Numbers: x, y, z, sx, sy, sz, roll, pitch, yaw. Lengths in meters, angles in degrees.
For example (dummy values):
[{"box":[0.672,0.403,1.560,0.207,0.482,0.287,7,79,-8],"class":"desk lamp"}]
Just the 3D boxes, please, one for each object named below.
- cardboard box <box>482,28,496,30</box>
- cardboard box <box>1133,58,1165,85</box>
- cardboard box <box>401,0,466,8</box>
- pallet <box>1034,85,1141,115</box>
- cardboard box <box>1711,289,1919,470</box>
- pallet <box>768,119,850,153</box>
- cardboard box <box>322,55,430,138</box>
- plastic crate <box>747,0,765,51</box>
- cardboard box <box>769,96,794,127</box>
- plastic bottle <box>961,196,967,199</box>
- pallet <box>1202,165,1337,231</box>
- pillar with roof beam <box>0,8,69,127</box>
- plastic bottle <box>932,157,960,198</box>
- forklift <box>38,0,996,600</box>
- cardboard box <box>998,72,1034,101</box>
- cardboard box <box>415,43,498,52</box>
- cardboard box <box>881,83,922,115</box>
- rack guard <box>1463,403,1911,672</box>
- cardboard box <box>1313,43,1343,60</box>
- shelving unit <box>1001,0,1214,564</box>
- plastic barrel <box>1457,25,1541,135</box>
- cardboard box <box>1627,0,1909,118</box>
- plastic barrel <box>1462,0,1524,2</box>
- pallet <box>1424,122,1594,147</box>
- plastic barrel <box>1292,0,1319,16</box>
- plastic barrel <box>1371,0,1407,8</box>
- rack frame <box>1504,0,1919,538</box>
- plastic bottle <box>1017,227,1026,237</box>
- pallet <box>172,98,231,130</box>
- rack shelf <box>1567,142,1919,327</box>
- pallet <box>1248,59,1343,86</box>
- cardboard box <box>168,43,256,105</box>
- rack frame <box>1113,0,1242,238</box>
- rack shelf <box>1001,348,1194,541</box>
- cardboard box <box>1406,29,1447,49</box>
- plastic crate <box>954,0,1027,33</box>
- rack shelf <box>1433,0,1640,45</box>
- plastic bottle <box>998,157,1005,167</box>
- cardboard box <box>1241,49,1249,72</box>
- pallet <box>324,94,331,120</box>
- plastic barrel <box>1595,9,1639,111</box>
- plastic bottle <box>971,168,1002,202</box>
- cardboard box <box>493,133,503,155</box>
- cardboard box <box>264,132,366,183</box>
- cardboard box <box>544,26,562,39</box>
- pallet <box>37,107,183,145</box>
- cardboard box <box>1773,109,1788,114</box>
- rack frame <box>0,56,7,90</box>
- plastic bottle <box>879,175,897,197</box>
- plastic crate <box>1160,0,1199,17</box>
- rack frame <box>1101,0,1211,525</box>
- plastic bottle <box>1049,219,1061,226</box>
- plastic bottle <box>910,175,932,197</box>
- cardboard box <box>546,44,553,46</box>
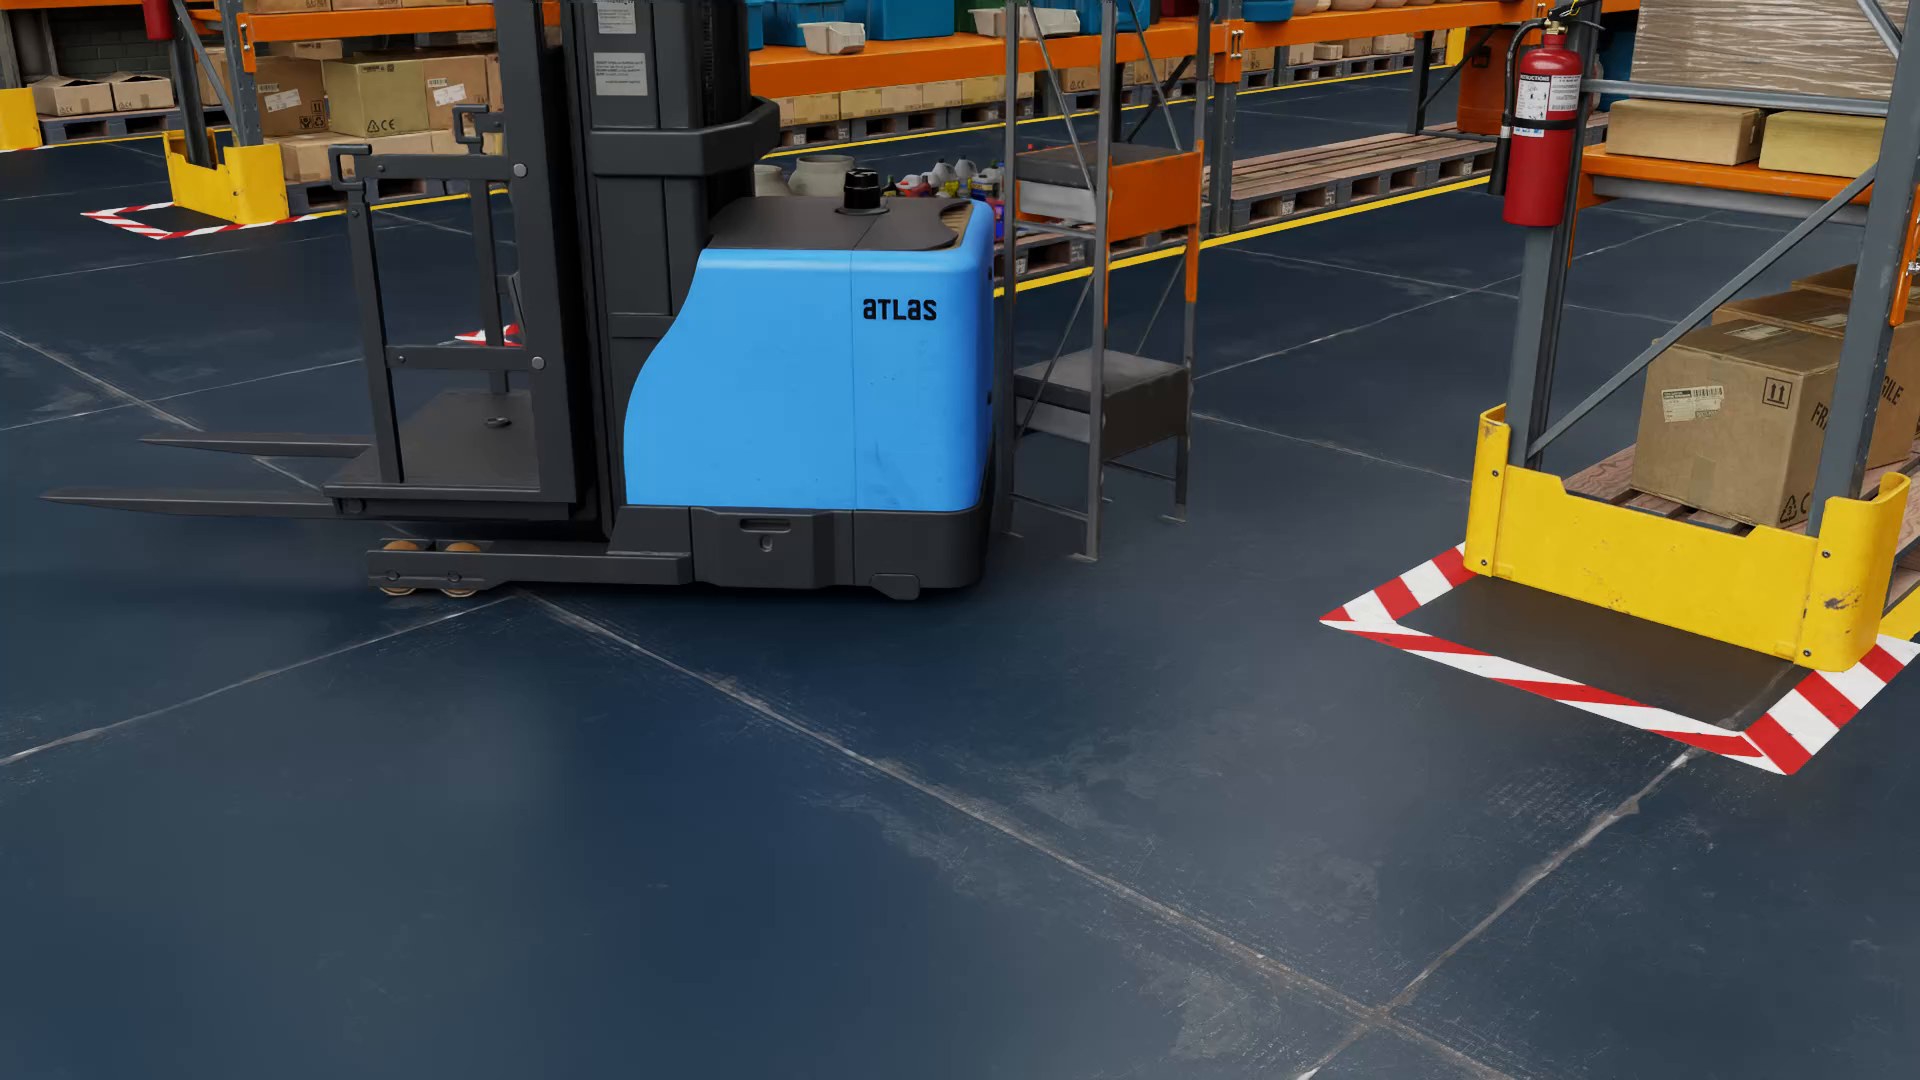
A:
[{"box":[-4.970,-5.637,17.885,0.500,0.250,0.500,19,28,40],"class":"cardboard box"},{"box":[1.803,-5.078,17.476,0.500,0.500,0.500,19,28,40],"class":"cardboard box"},{"box":[-3.966,-4.100,11.920,0.700,0.500,0.500,19,28,41],"class":"cardboard box"},{"box":[1.114,-4.611,17.277,1.003,0.211,1.213,19,28,41],"class":"pallet"},{"box":[2.921,-0.541,5.700,0.500,0.500,0.500,-12,24,-28],"class":"cardboard box"},{"box":[-1.738,-3.600,14.645,1.003,0.211,1.213,19,28,41],"class":"pallet"},{"box":[-4.134,-3.147,11.784,0.500,0.500,0.500,19,28,41],"class":"cardboard box"},{"box":[-1.333,-2.567,8.280,0.499,0.251,0.616,19,28,41],"class":"plastic crate"},{"box":[-1.765,-3.656,14.153,0.500,0.250,0.500,18,28,39],"class":"cardboard box"},{"box":[0.020,-1.753,9.144,0.097,0.271,0.097,0,21,0],"class":"plastic bottle"},{"box":[1.842,-2.371,11.450,1.003,0.211,1.213,19,28,41],"class":"pallet"},{"box":[-5.613,-7.032,11.327,9.100,9.000,0.400,19,28,41],"class":"pillar with roof beam"},{"box":[-0.096,-2.121,9.991,0.185,0.351,0.144,-19,28,-40],"class":"plastic bottle"},{"box":[-1.414,-1.378,5.075,3.031,2.935,1.130,1,21,4],"class":"forklift"},{"box":[0.374,-4.446,16.209,0.500,0.250,0.500,-19,28,-41],"class":"cardboard box"},{"box":[-3.817,-3.538,12.799,0.500,0.500,0.500,19,28,41],"class":"cardboard box"},{"box":[-0.693,-4.052,15.182,0.500,0.250,0.500,-20,28,-41],"class":"cardboard box"},{"box":[2.134,-0.046,4.998,1.175,0.500,0.348,19,28,41],"class":"rack guard"},{"box":[4.401,-5.920,20.131,0.380,0.166,0.250,19,28,41],"class":"cardboard box"},{"box":[0.457,-1.017,5.295,0.431,2.100,0.503,18,28,39],"class":"shelving unit"},{"box":[4.442,-3.803,13.726,0.600,0.830,0.708,19,28,41],"class":"plastic barrel"},{"box":[2.484,-1.513,4.777,0.875,0.500,0.500,19,28,41],"class":"cardboard box"},{"box":[4.006,-4.358,12.542,0.600,0.536,0.708,19,28,41],"class":"plastic barrel"},{"box":[4.633,-3.401,14.129,1.003,0.211,1.213,19,28,41],"class":"pallet"},{"box":[2.147,-3.716,10.871,0.433,0.535,0.433,0,21,0],"class":"plastic barrel"},{"box":[2.960,-4.016,11.652,0.433,0.535,0.433,0,21,0],"class":"plastic barrel"},{"box":[2.081,-1.193,4.499,1.000,3.000,0.127,19,28,41],"class":"rack frame"},{"box":[0.329,-1.867,9.440,0.097,0.271,0.097,0,21,0],"class":"plastic bottle"},{"box":[-7.070,-4.143,16.058,1.003,0.211,1.213,19,28,41],"class":"pallet"},{"box":[3.476,-1.372,5.965,1.077,0.370,4.000,19,28,41],"class":"rack shelf"},{"box":[3.837,-5.633,19.936,1.003,0.211,1.213,19,28,41],"class":"pallet"},{"box":[-7.074,-4.429,15.788,0.700,0.500,0.500,17,27,37],"class":"cardboard box"},{"box":[1.322,-3.461,10.399,1.000,3.000,0.127,19,28,41],"class":"rack frame"},{"box":[0.457,-0.351,5.551,0.431,0.518,0.480,18,28,39],"class":"rack shelf"},{"box":[5.944,-6.624,21.498,0.500,0.500,0.500,19,28,41],"class":"cardboard box"},{"box":[0.173,-3.084,9.713,0.450,0.188,0.662,19,28,41],"class":"plastic crate"},{"box":[5.508,-4.668,14.541,1.077,0.370,4.000,19,28,41],"class":"rack shelf"},{"box":[0.330,-2.278,10.399,0.144,0.351,0.185,18,27,38],"class":"plastic bottle"},{"box":[2.867,-5.473,18.505,0.500,0.500,0.500,19,28,41],"class":"cardboard box"},{"box":[-6.219,-4.458,16.878,1.003,0.211,1.213,19,28,41],"class":"pallet"},{"box":[6.017,-4.417,15.224,0.600,0.901,0.708,19,28,41],"class":"plastic barrel"},{"box":[0.157,-2.103,10.049,0.152,0.276,0.135,19,28,41],"class":"plastic bottle"},{"box":[-3.433,-3.054,12.586,0.500,0.250,0.500,19,28,41],"class":"cardboard box"},{"box":[-4.481,-2.668,11.583,0.500,0.250,0.500,19,28,41],"class":"cardboard box"},{"box":[-4.565,-5.439,18.416,0.700,0.500,0.500,20,28,41],"class":"cardboard box"},{"box":[-7.921,-3.830,15.246,1.003,0.211,1.213,19,28,41],"class":"pallet"},{"box":[2.306,-1.265,5.035,0.380,0.149,0.250,19,28,41],"class":"cardboard box"},{"box":[-8.566,-4.913,14.175,1.000,3.000,0.127,19,28,41],"class":"rack frame"},{"box":[-0.433,-1.987,9.736,0.133,0.283,0.061,-19,28,-41],"class":"plastic bottle"},{"box":[1.441,-3.692,10.910,0.402,0.464,0.583,19,28,41],"class":"plastic crate"},{"box":[0.622,-1.082,5.462,0.400,2.100,0.015,18,28,39],"class":"rack frame"},{"box":[0.541,-1.912,9.656,0.097,0.201,0.097,0,21,0],"class":"plastic bottle"},{"box":[-0.229,-1.984,9.728,0.061,0.283,0.133,19,28,41],"class":"plastic bottle"},{"box":[-3.094,-3.536,12.794,0.500,0.500,0.500,19,28,41],"class":"cardboard box"}]
